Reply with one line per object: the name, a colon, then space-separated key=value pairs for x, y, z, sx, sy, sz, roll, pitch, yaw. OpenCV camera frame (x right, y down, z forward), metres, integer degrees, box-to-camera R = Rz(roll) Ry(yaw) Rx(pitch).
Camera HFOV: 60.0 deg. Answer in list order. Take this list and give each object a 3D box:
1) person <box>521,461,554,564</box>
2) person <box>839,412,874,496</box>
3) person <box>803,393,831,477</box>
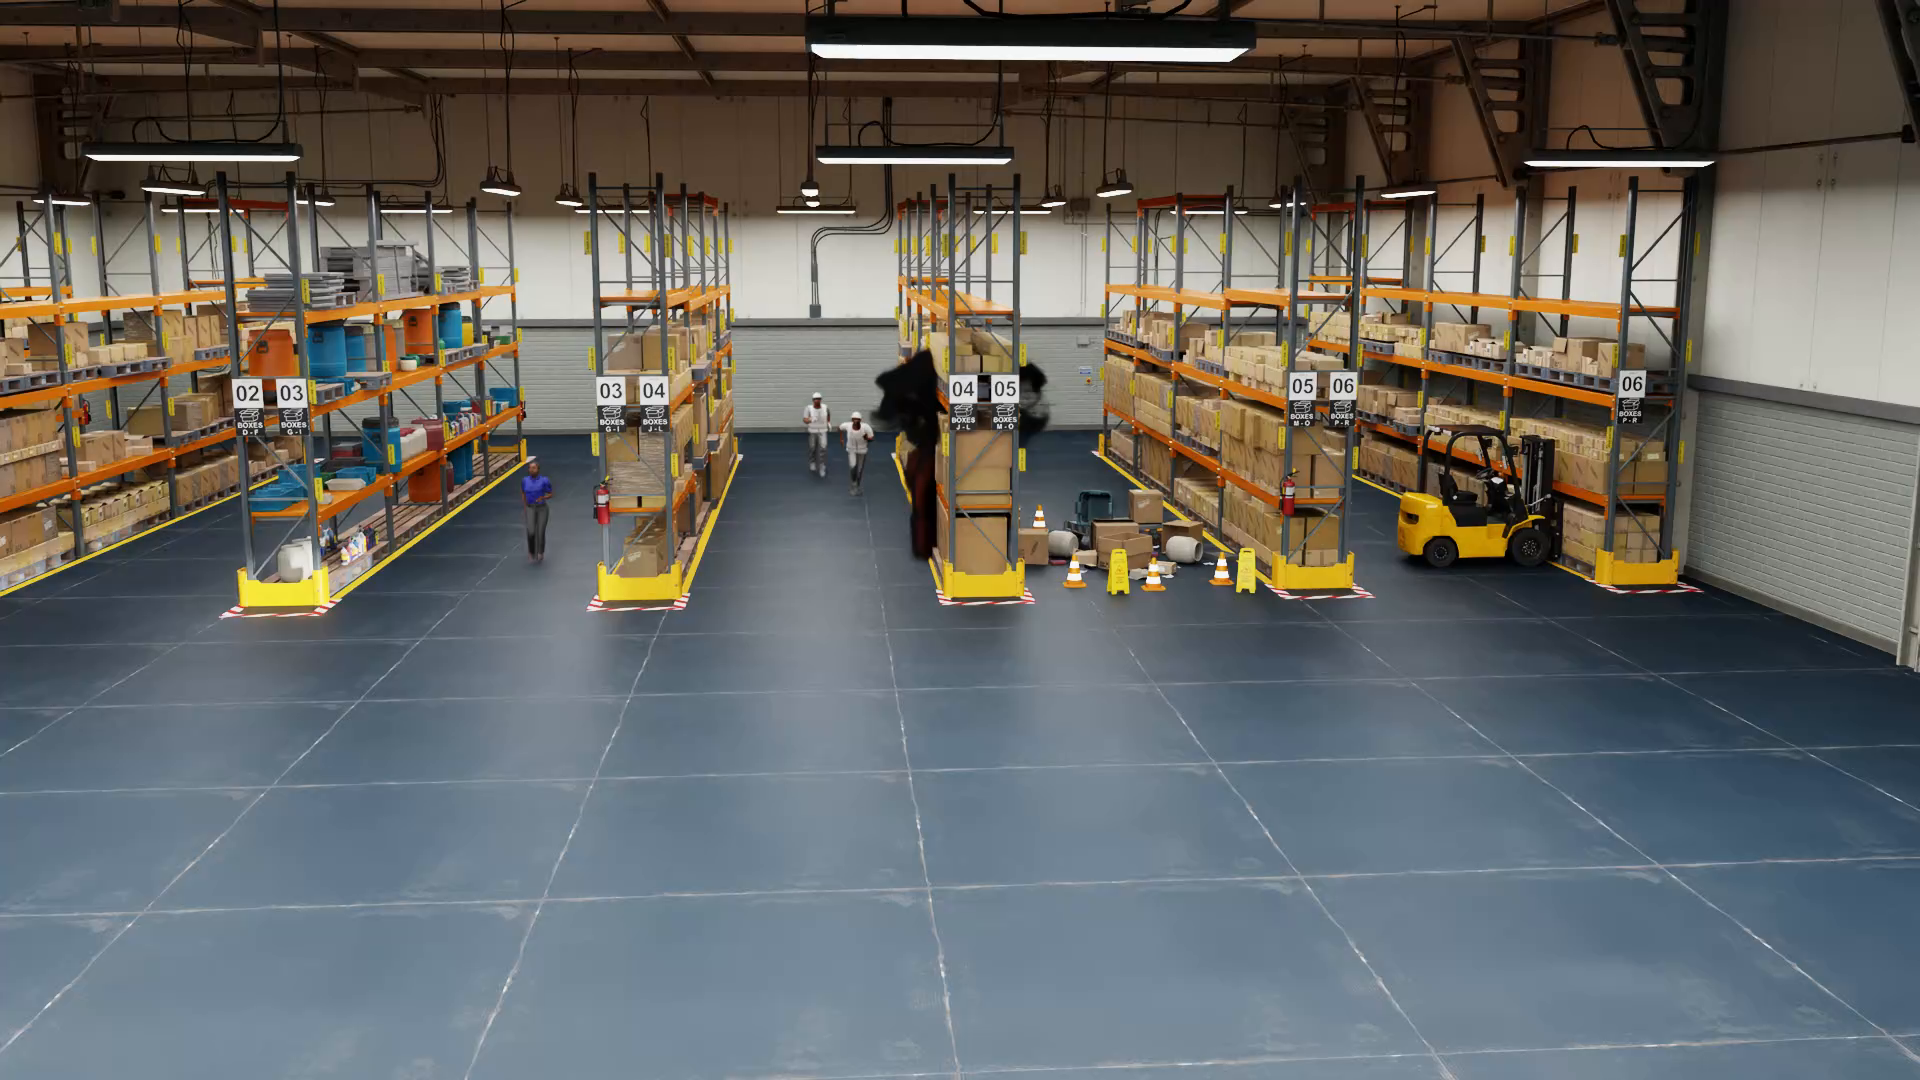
person: x=-6.732 y=-0.426 z=26.460 sx=0.551 sy=1.670 sz=0.676 roll=-1 pitch=10 yaw=-6
person: x=-2.100 y=-1.764 z=33.724 sx=0.684 sy=1.723 sz=0.921 roll=-2 pitch=10 yaw=-9
person: x=-3.159 y=-2.353 z=36.816 sx=0.666 sy=1.831 sz=0.893 roll=-2 pitch=10 yaw=-13
